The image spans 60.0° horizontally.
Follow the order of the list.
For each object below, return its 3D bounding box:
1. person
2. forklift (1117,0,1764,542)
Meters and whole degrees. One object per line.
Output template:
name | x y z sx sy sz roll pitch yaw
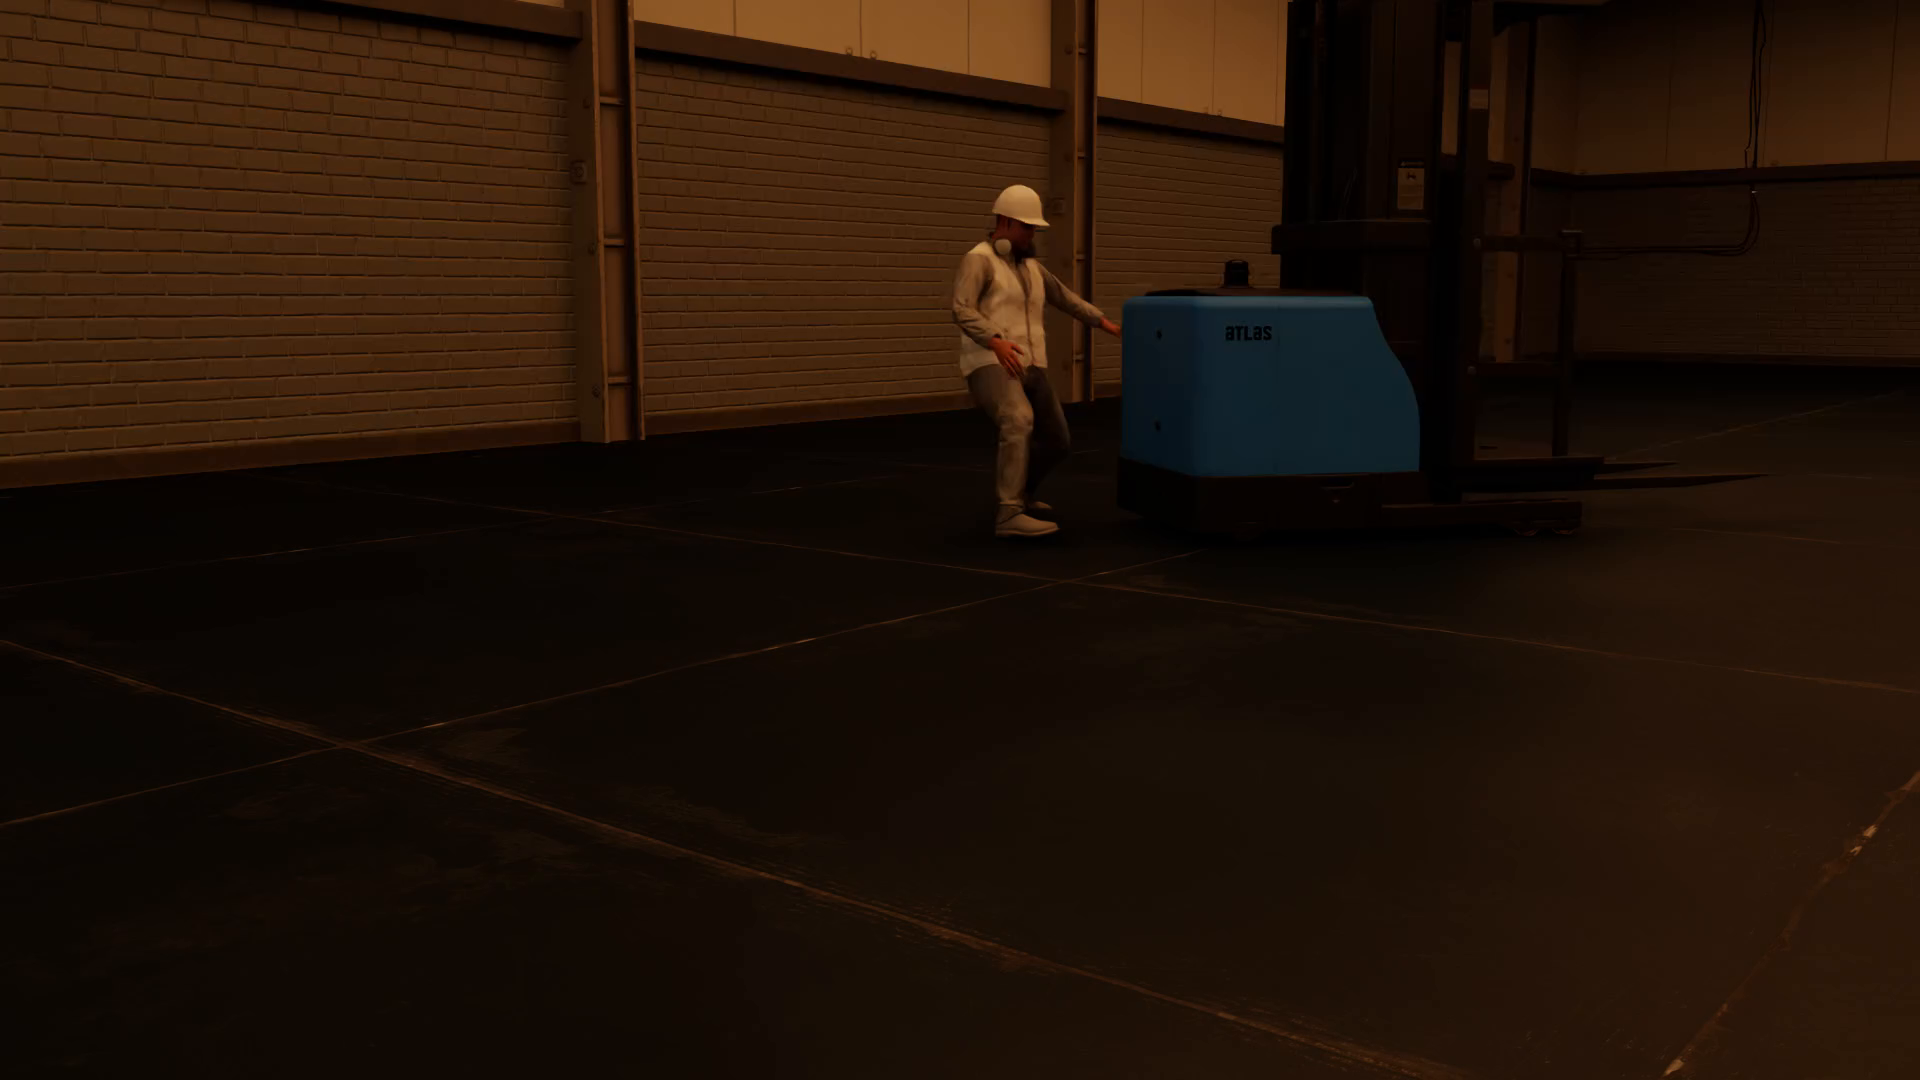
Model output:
person | 0.345 -0.843 7.808 0.952 1.619 1.052 7 11 41
forklift | 2.331 -1.535 7.771 3.031 2.935 1.130 -2 9 -15
